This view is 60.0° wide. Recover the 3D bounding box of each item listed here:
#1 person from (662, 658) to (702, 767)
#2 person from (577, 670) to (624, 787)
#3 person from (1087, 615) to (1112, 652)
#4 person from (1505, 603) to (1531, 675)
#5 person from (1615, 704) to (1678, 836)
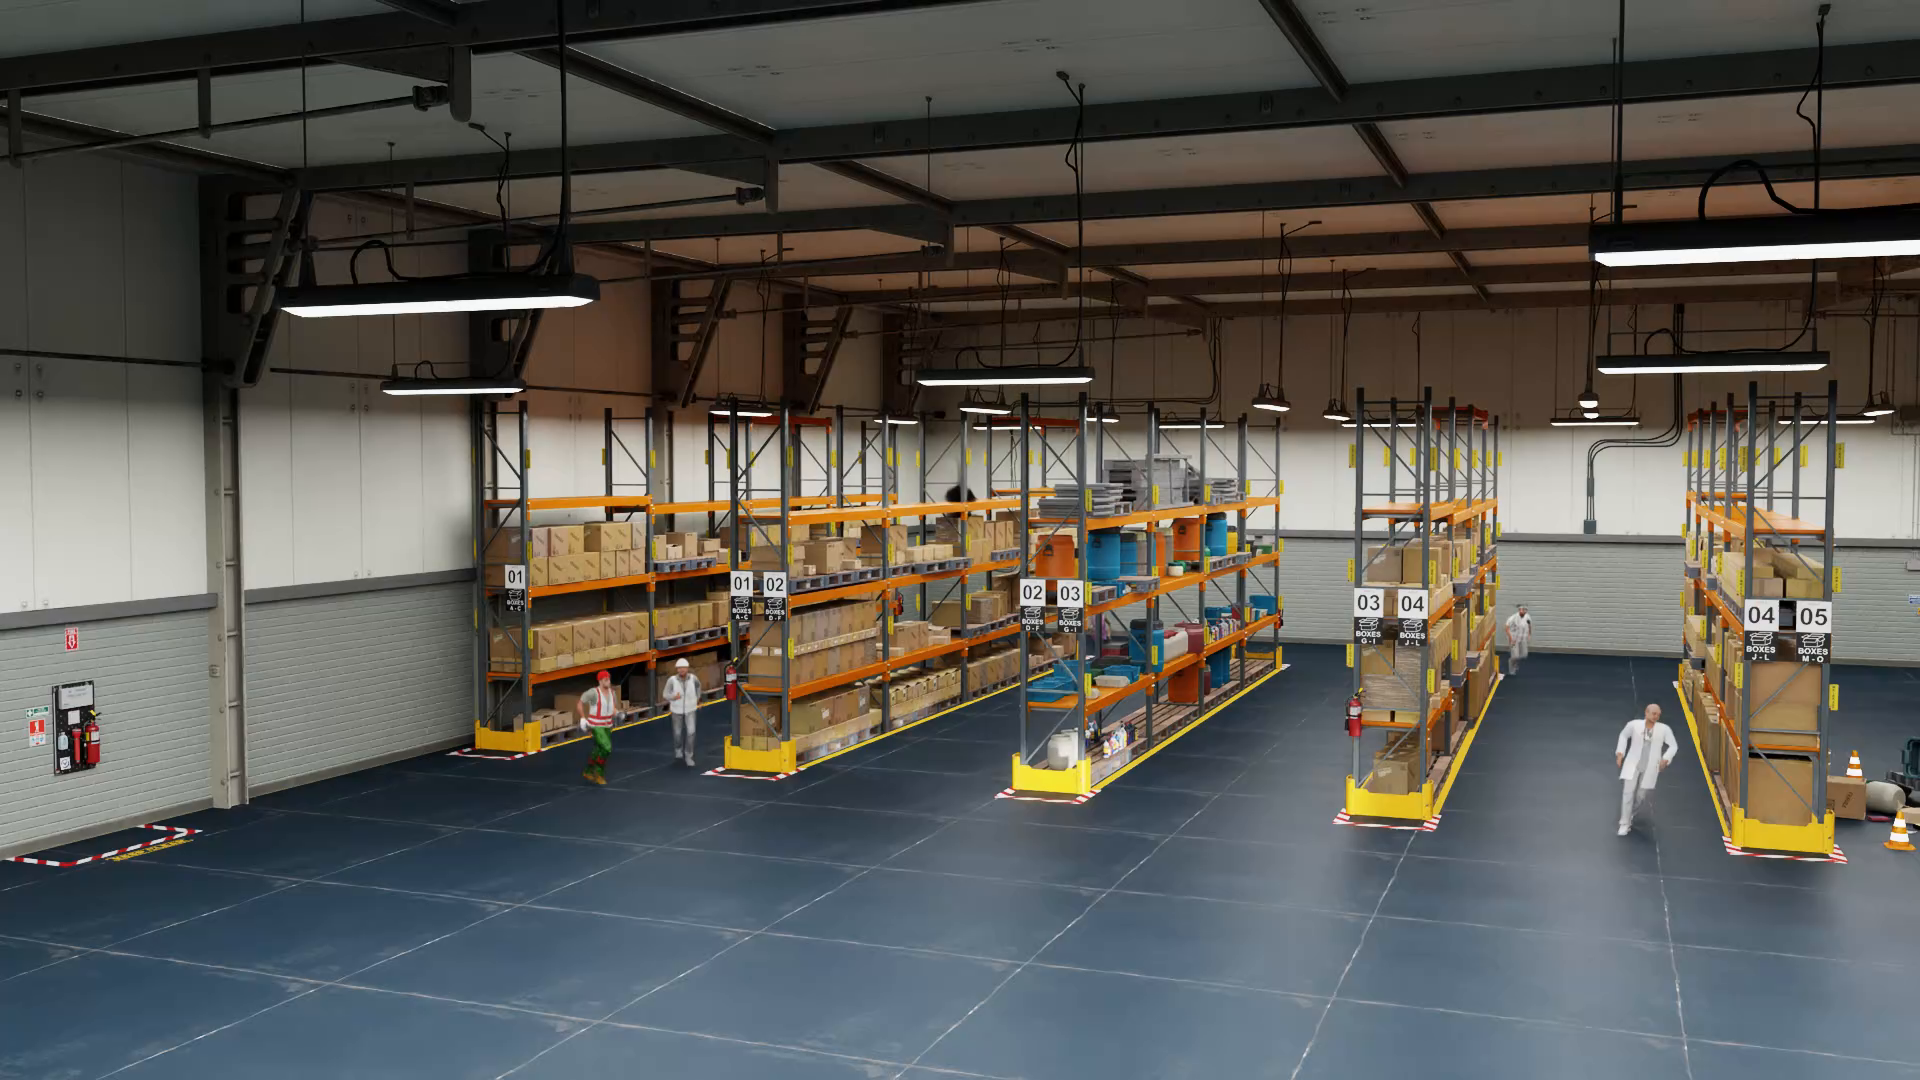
[{"bbox_3d":[-4.555,2.797,27.225,0.628,1.756,0.927,-1,3,-10],"label":"person"},{"bbox_3d":[-5.524,2.873,25.540,0.820,1.761,0.607,2,3,34],"label":"person"},{"bbox_3d":[3.212,2.315,38.430,0.522,1.626,0.823,1,3,19],"label":"person"},{"bbox_3d":[12.939,2.295,38.642,0.678,1.698,0.666,-1,3,-14],"label":"person"},{"bbox_3d":[9.201,3.052,22.303,0.775,1.734,0.969,1,3,19],"label":"person"}]
